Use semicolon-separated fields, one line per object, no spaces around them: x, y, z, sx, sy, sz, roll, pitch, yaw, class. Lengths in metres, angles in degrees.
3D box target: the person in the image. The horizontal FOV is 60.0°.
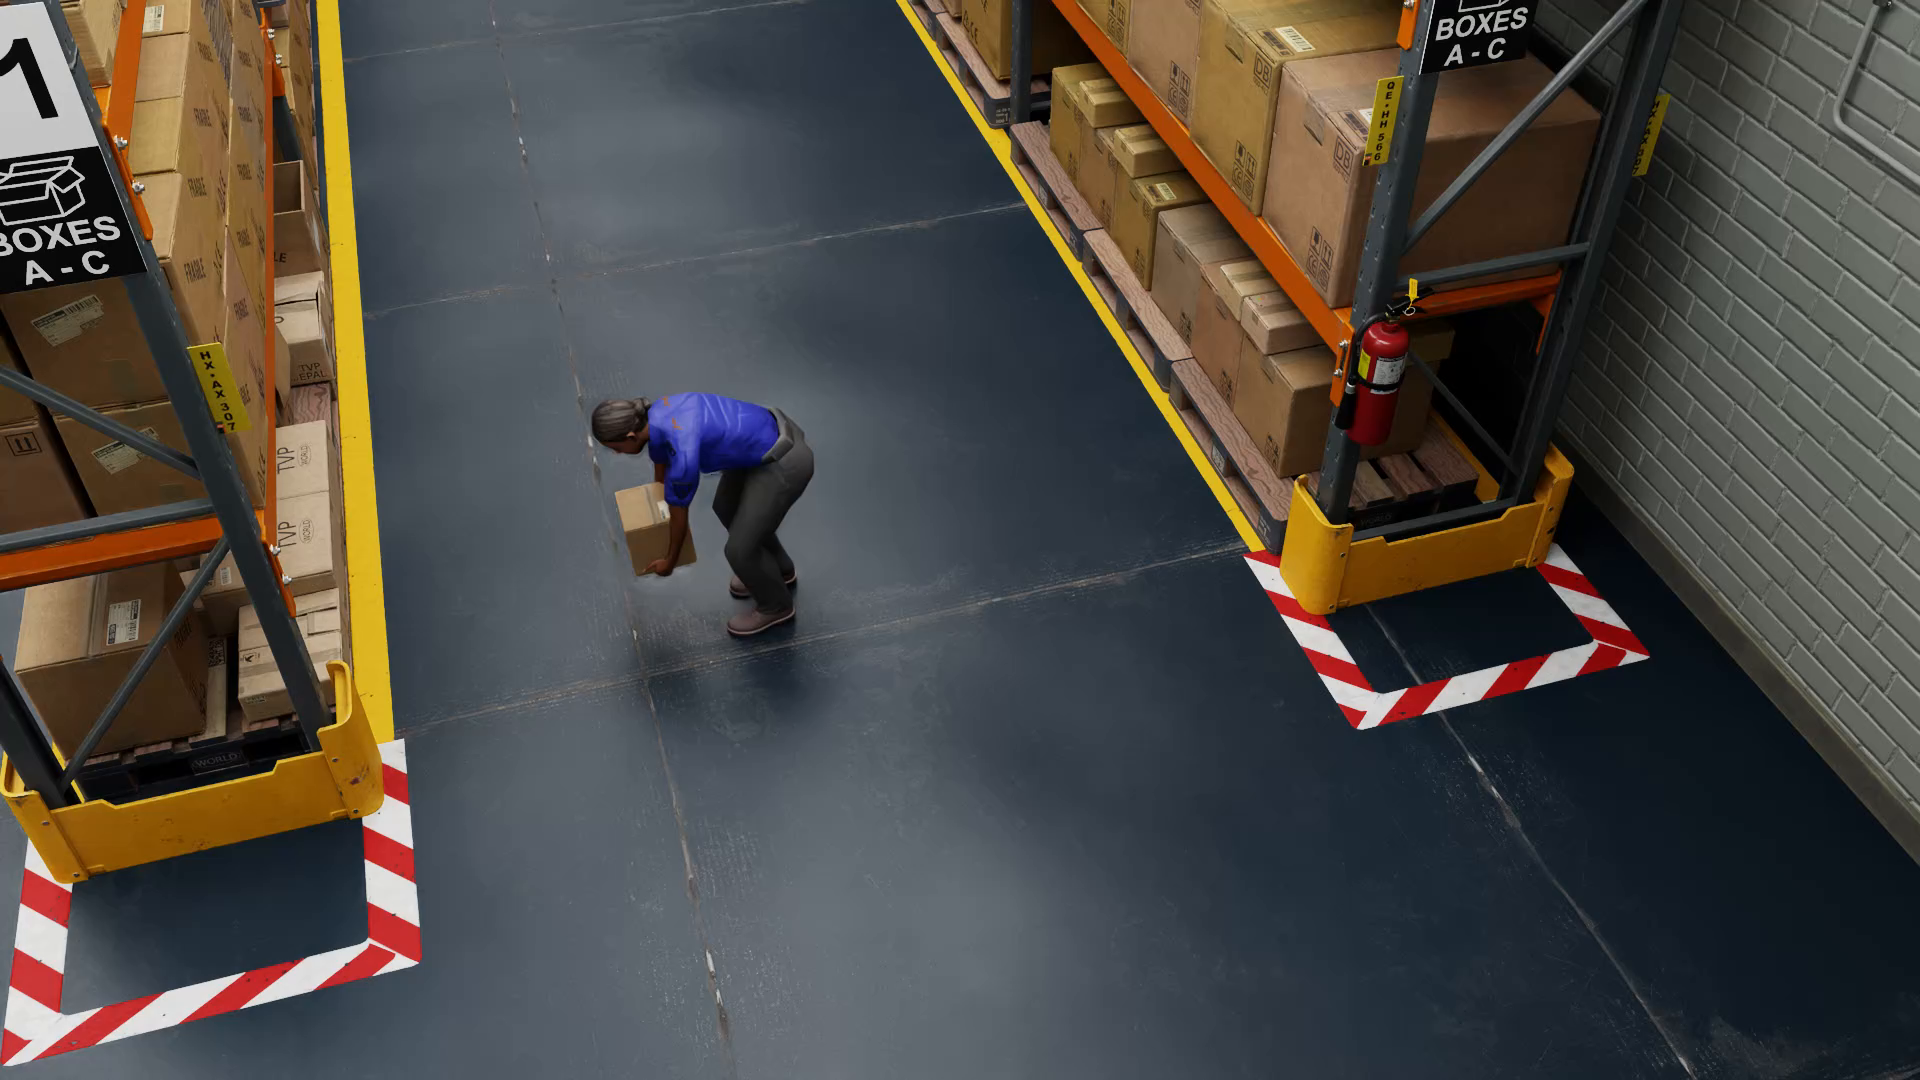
-0.986;-0.137;6.642;0.825;1.220;0.424;-13;44;-14;person
